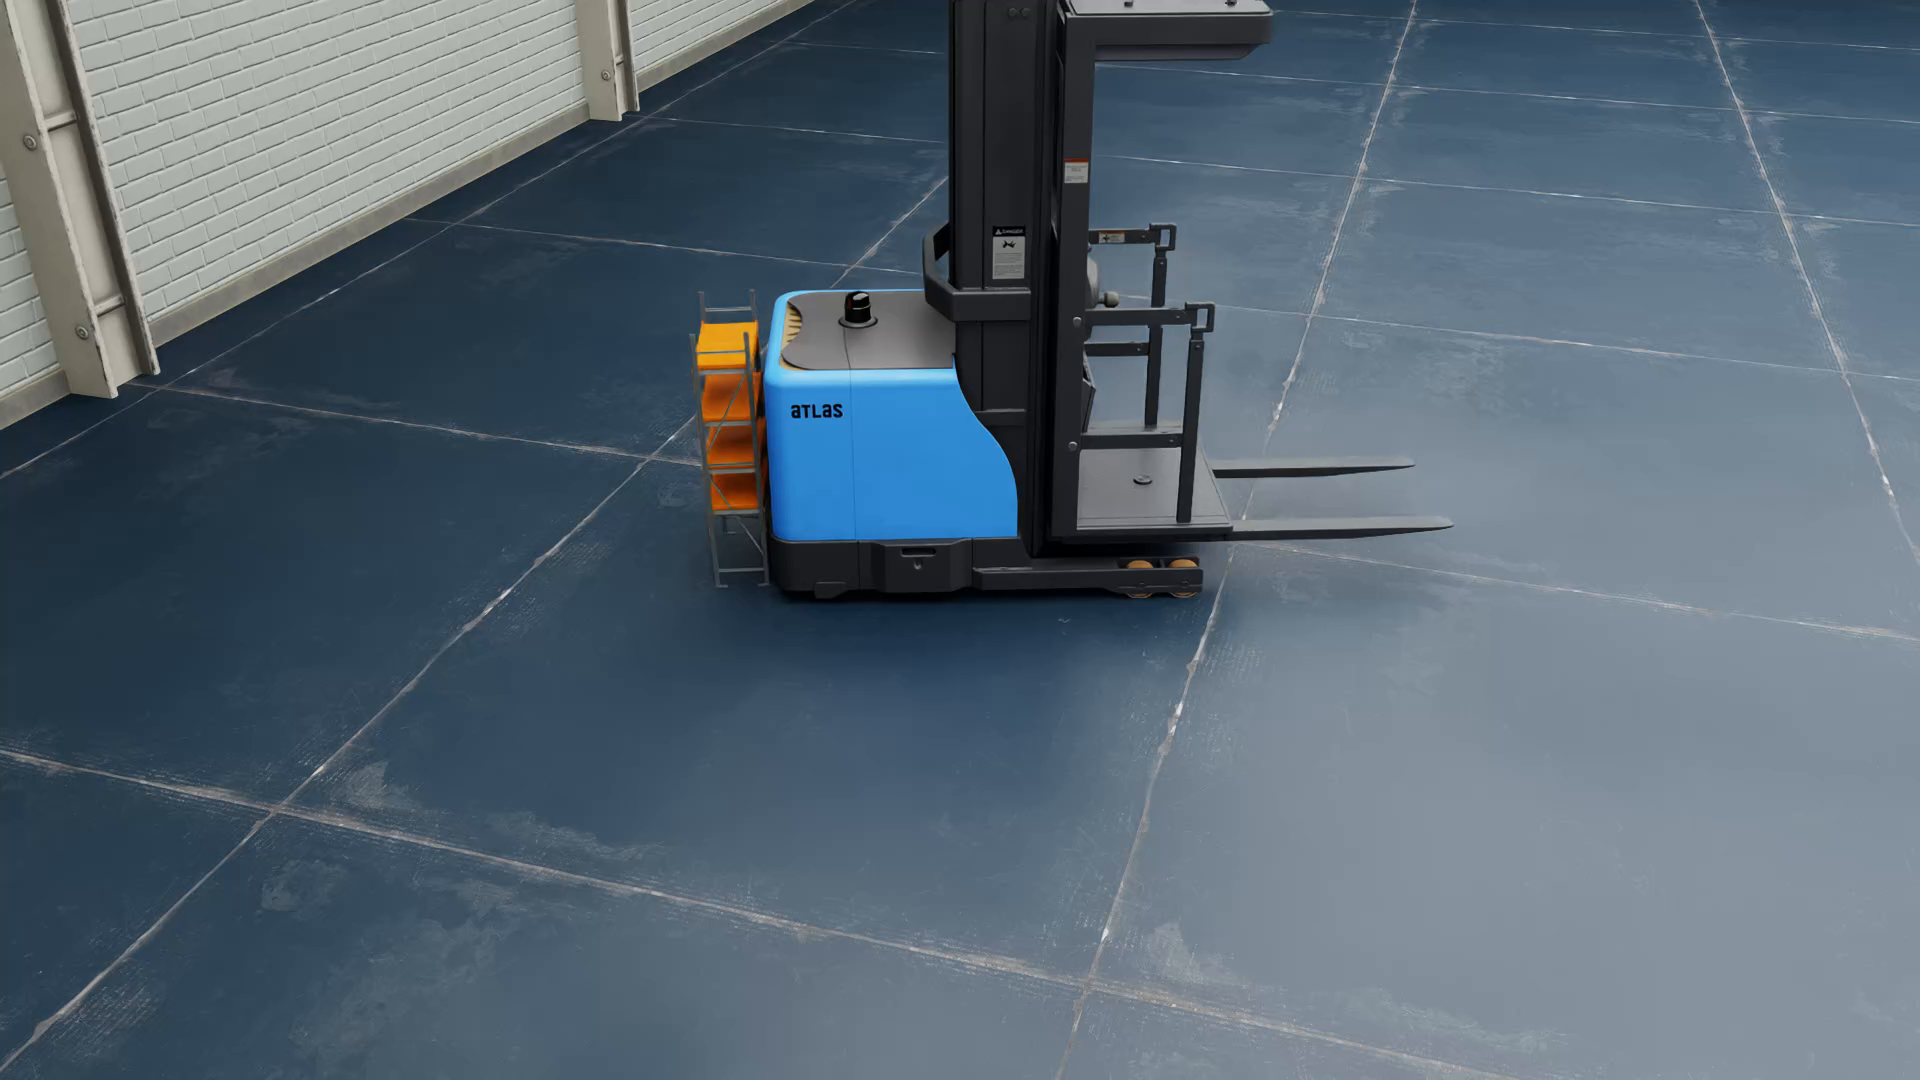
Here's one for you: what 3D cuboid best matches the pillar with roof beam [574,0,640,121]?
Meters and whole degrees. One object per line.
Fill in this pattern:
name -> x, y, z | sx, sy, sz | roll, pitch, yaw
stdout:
pillar with roof beam -> 1.122, -6.997, 11.071 | 9.100, 9.000, 0.400 | 8, 30, 15

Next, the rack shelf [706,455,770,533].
rack shelf -> -0.983, -0.206, 7.428 | 0.258, 0.148, 0.480 | -3, 29, -2

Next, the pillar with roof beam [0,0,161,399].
pillar with roof beam -> -0.639, -4.209, 6.059 | 9.100, 9.000, 0.400 | 8, 30, 15

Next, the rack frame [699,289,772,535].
rack frame -> -1.002, -0.557, 7.512 | 0.240, 1.200, 0.015 | -3, 29, -2

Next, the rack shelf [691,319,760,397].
rack shelf -> -0.995, -0.782, 7.108 | 0.258, 0.148, 0.480 | -3, 29, -2

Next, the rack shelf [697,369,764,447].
rack shelf -> -0.991, -0.575, 7.223 | 0.258, 0.148, 0.480 | -3, 29, -2

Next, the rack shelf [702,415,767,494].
rack shelf -> -0.987, -0.380, 7.332 | 0.258, 0.148, 0.480 | -3, 29, -2

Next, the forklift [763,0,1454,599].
forklift -> 0.676, -1.280, 7.036 | 3.031, 2.935, 1.130 | -1, 29, -2

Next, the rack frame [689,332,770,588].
rack frame -> -0.974, -0.320, 7.086 | 0.240, 1.200, 0.015 | -3, 29, -2

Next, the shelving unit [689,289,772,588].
shelving unit -> -0.988, -0.439, 7.299 | 0.258, 1.200, 0.503 | -3, 29, -2
